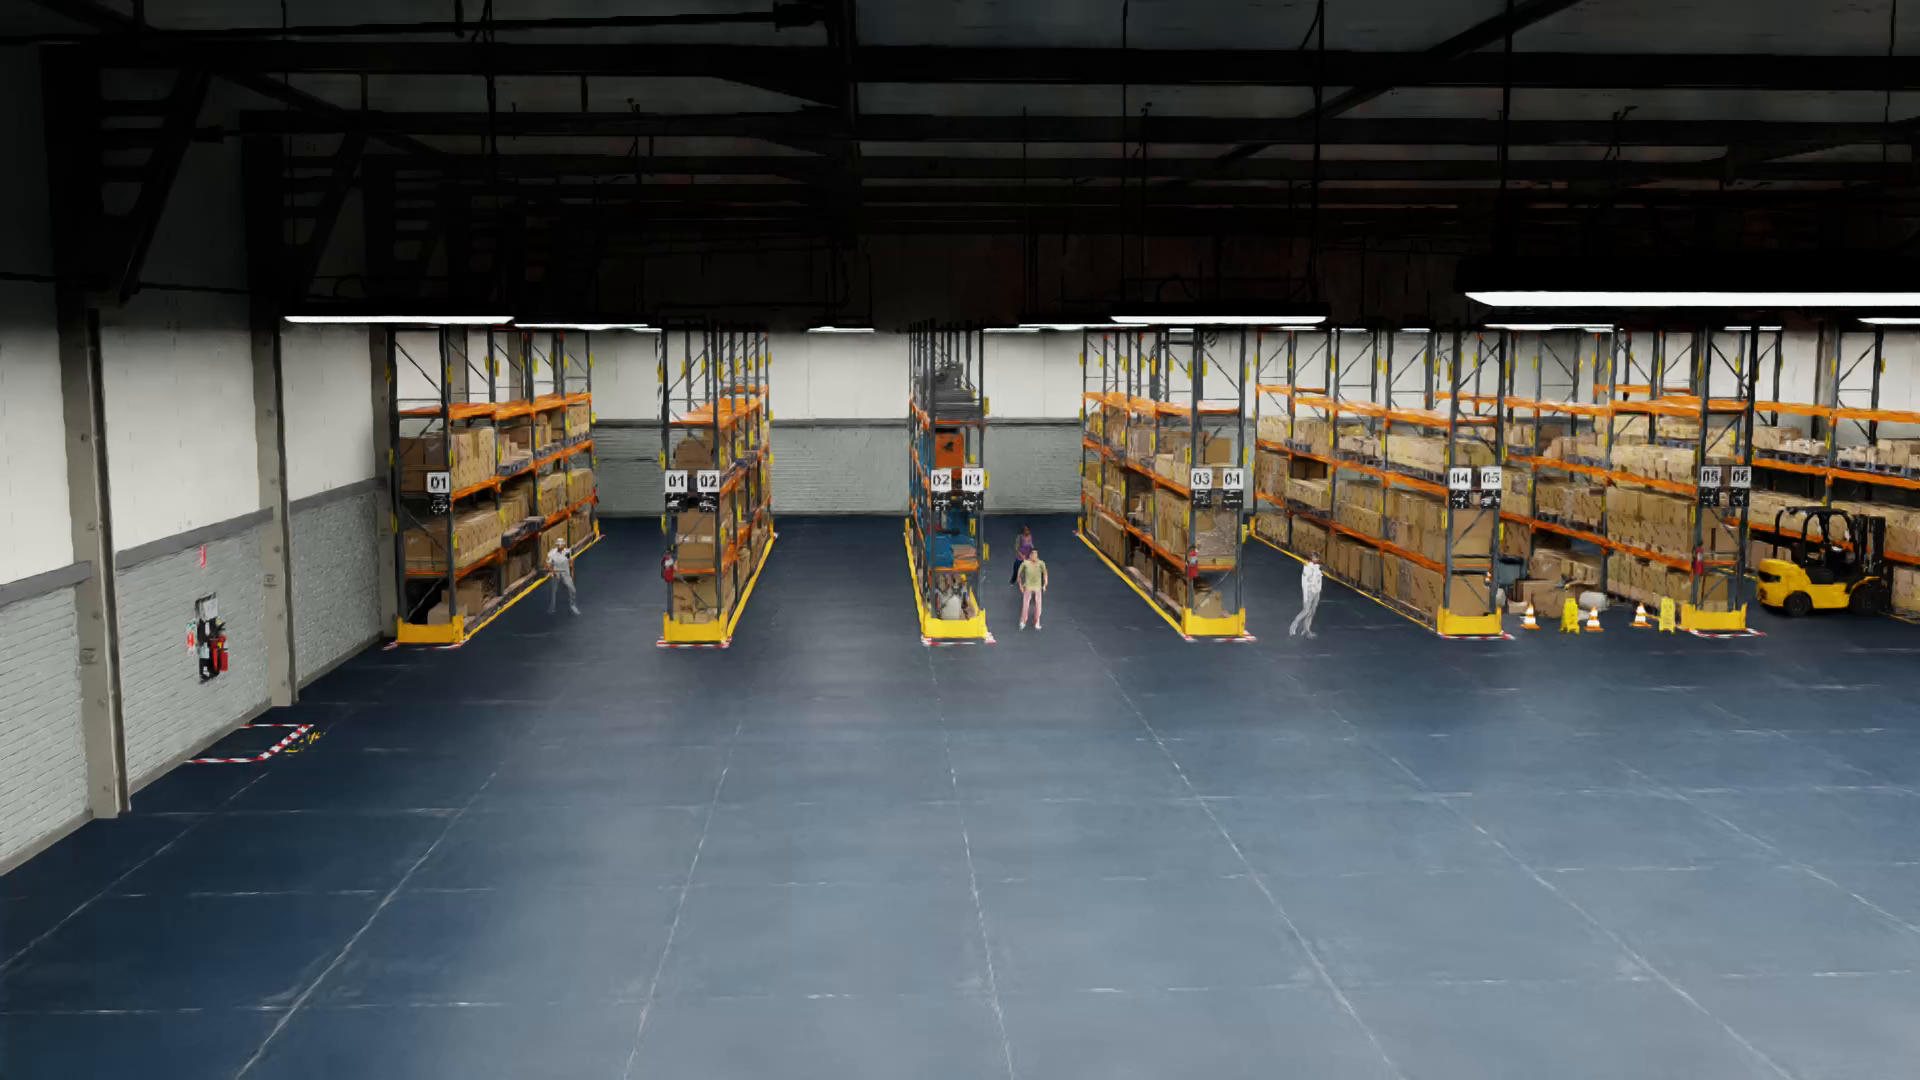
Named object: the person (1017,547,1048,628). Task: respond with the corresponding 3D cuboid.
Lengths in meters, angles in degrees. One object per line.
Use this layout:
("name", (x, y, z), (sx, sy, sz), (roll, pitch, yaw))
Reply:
("person", (1.406, 0.932, 32.406), (0.598, 1.618, 0.507), (-1, 7, -5))

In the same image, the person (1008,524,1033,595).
("person", (1.364, 0.399, 35.696), (0.546, 1.535, 0.790), (-3, 8, -21))

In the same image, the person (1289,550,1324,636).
("person", (6.573, 1.006, 31.555), (0.644, 1.660, 0.495), (-7, 10, -43))

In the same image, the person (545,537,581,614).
("person", (-8.171, 0.719, 34.096), (0.660, 1.596, 0.811), (-3, 8, -21))
